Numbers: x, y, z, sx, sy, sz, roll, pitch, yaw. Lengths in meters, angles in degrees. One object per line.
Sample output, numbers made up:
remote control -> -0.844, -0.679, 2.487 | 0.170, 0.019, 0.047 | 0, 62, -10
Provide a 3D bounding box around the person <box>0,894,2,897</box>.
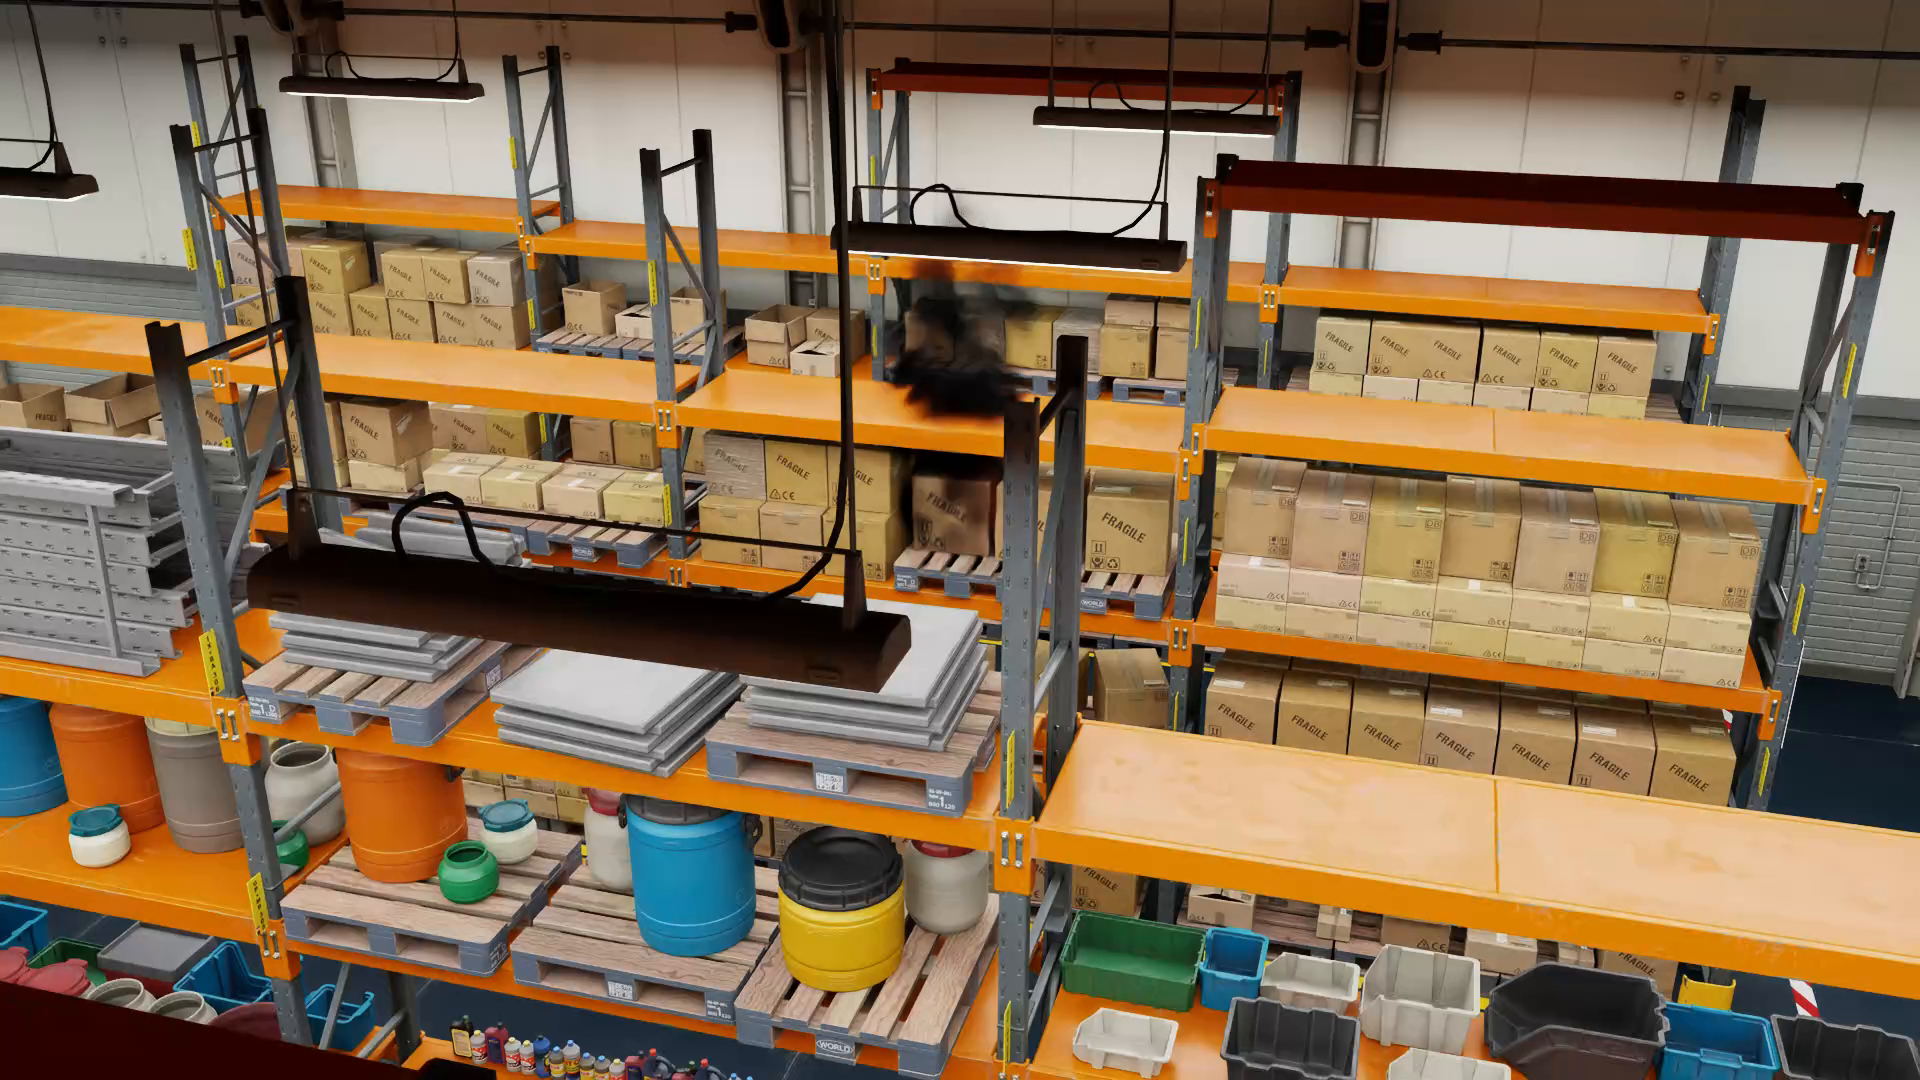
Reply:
person -> -7.295, 2.590, 12.314 | 0.654, 1.726, 0.721 | 8, 24, 18
